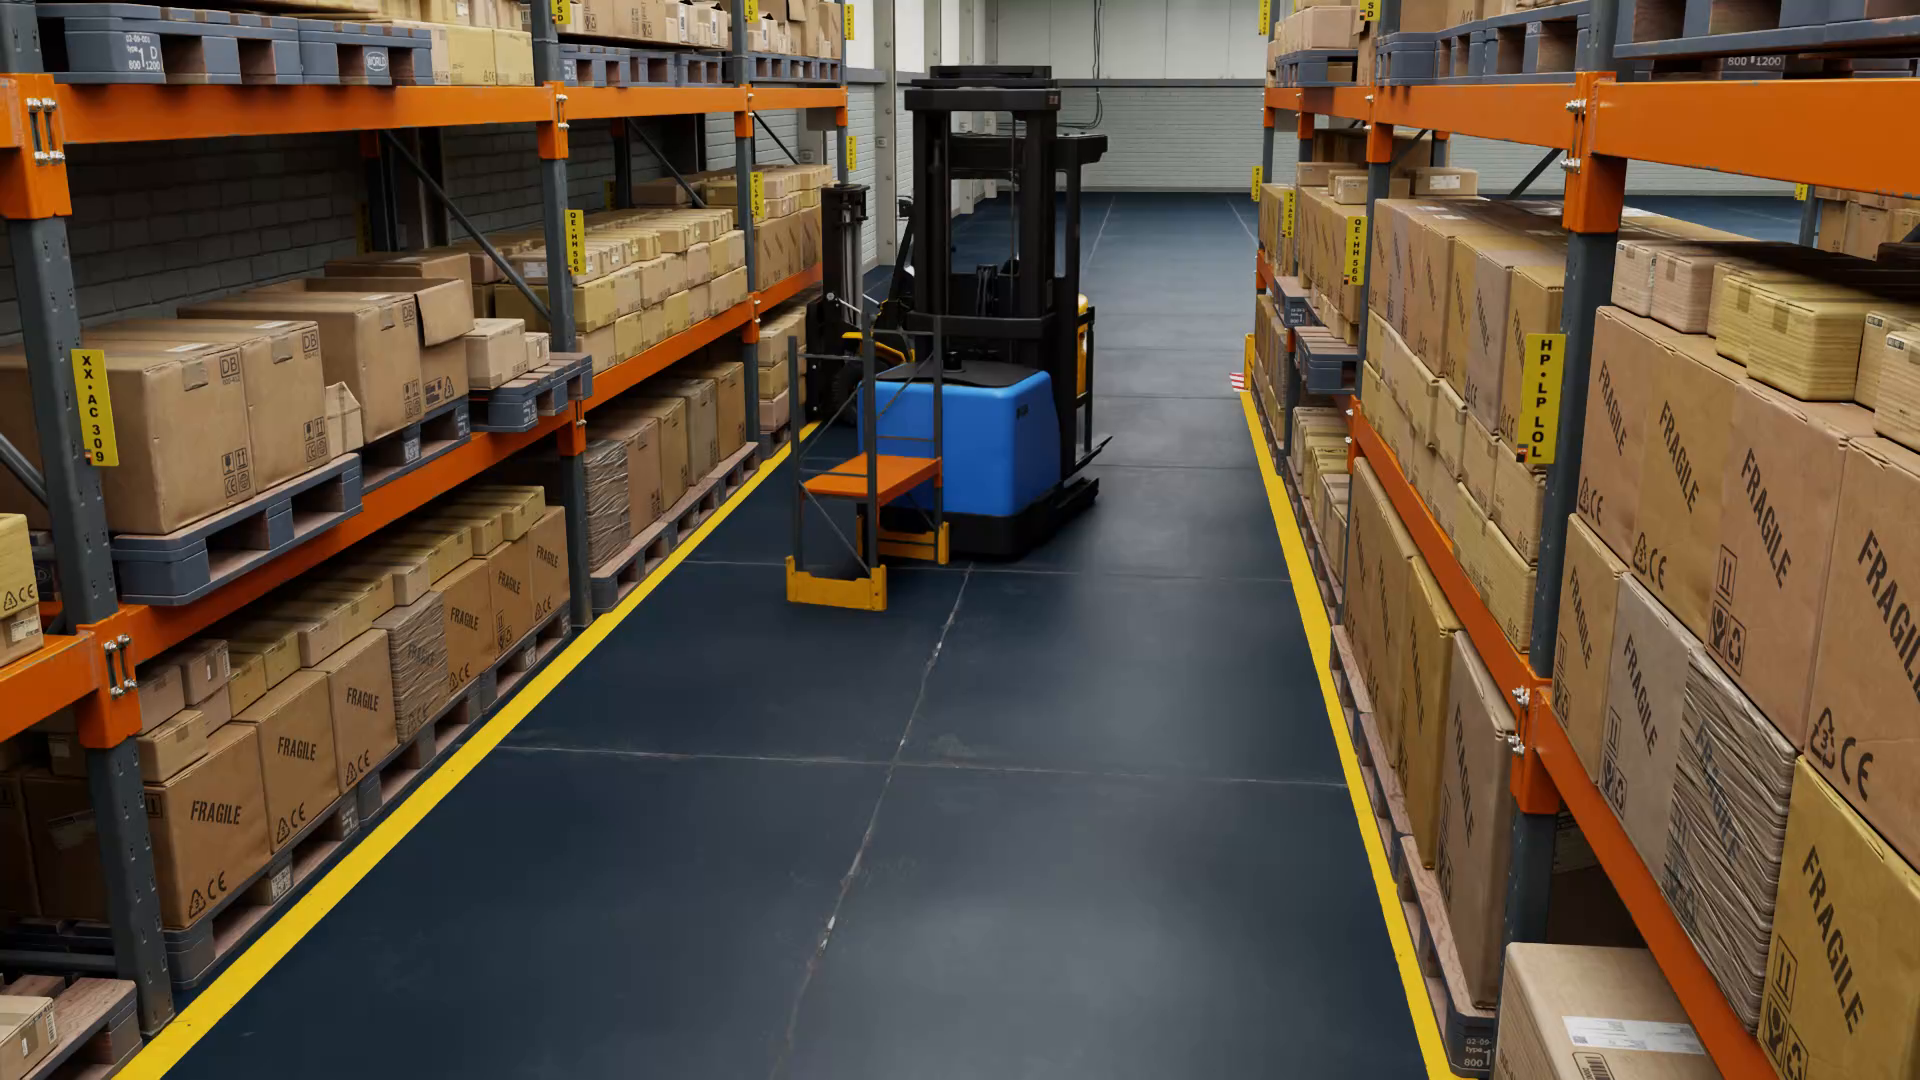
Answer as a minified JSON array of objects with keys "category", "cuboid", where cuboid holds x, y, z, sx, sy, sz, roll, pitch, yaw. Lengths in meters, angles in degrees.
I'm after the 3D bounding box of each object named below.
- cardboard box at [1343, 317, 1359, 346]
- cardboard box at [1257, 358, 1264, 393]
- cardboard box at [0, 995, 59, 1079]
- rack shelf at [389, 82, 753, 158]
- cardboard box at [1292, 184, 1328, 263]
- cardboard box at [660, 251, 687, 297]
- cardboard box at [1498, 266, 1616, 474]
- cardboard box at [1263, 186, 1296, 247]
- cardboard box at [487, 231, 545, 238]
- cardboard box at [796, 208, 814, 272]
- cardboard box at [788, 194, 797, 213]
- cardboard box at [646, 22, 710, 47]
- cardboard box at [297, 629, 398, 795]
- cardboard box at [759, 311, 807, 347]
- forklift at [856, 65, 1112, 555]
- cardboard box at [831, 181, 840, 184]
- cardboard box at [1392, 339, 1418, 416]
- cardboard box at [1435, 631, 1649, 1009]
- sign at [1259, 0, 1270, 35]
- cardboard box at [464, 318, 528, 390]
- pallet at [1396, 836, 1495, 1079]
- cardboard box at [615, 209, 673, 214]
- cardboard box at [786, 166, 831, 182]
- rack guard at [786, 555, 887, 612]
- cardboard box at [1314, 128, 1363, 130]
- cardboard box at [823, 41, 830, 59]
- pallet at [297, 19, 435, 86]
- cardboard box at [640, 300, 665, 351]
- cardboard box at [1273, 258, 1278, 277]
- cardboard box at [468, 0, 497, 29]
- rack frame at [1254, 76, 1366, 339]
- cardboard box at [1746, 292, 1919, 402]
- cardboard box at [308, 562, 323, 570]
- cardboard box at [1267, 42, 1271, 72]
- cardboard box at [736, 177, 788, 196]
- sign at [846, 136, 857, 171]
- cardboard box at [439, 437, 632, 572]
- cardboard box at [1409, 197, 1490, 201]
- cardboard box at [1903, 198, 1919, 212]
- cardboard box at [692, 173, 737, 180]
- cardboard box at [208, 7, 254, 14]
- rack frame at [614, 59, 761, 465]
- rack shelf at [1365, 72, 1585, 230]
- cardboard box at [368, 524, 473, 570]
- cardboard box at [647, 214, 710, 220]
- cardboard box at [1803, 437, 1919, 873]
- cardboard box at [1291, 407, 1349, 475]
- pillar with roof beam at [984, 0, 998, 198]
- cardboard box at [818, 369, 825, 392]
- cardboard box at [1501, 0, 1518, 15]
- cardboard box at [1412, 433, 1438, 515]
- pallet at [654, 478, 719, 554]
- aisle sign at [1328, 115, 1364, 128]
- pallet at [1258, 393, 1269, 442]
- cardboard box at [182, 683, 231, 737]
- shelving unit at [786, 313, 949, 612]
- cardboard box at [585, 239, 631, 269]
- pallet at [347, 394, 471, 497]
[{"category":"cardboard box","cuboid":[2.204,-1.099,8.657,0.380,0.149,0.250,2,15,7]},{"category":"cardboard box","cuboid":[2.914,-1.471,14.819,0.500,0.250,0.500,2,15,8]},{"category":"cardboard box","cuboid":[-2.712,1.365,4.525,0.380,0.149,0.250,1,15,5]},{"category":"rack shelf","cuboid":[-2.264,-2.619,10.231,1.077,0.370,4.000,2,15,6]},{"category":"cardboard box","cuboid":[2.556,-2.173,11.385,0.500,0.500,0.500,2,15,8]},{"category":"cardboard box","cuboid":[-2.030,-1.674,10.437,0.500,0.250,0.500,2,15,7]},{"category":"cardboard box","cuboid":[1.792,-0.471,4.549,0.500,0.500,0.500,2,15,8]},{"category":"cardboard box","cuboid":[2.961,-2.872,14.774,0.500,0.500,0.500,2,15,8]},{"category":"cardboard box","cuboid":[-2.636,-1.786,10.086,0.380,0.149,0.250,1,15,5]},{"category":"cardboard box","cuboid":[-1.553,-2.589,14.299,0.500,0.500,0.500,2,15,7]},{"category":"cardboard box","cuboid":[-1.568,-2.804,13.851,0.380,0.149,0.250,1,15,4]},{"category":"cardboard box","cuboid":[-1.861,-3.320,10.933,0.380,0.149,0.250,2,15,6]},{"category":"cardboard box","cuboid":[-2.552,0.656,6.475,0.500,0.500,0.500,1,15,5]},{"category":"cardboard box","cuboid":[-1.560,-1.773,14.019,0.500,0.250,0.500,2,15,8]},{"category":"forklift","cuboid":[0.334,-1.666,11.207,1.130,2.935,3.031,5,16,19]},{"category":"cardboard box","cuboid":[-1.348,-3.337,15.823,0.380,0.149,0.250,2,15,7]},{"category":"cardboard box","cuboid":[2.012,-0.636,6.596,0.500,0.250,0.500,2,15,6]},{"category":"cardboard box","cuboid":[1.982,0.843,5.063,0.875,0.875,0.875,2,15,8]},{"category":"sign","cuboid":[2.806,-4.815,15.300,0.100,0.325,0.005,2,15,6]},{"category":"cardboard box","cuboid":[-2.287,-0.846,7.528,0.500,0.250,0.500,1,15,4]},{"category":"pallet","cuboid":[2.003,1.327,5.349,1.003,0.211,1.213,2,15,6]},{"category":"cardboard box","cuboid":[-2.291,-2.313,12.036,0.380,0.149,0.250,1,15,5]},{"category":"cardboard box","cuboid":[-1.415,-3.415,15.541,0.380,0.149,0.250,2,15,6]},{"category":"rack guard","cuboid":[-0.692,0.242,9.287,0.587,0.250,0.087,5,16,19]},{"category":"cardboard box","cuboid":[3.504,-3.464,15.051,0.700,0.500,0.500,1,15,5]},{"category":"cardboard box","cuboid":[-1.379,-4.428,15.030,0.380,0.149,0.250,1,15,5]},{"category":"pallet","cuboid":[-2.684,-1.755,6.020,1.213,0.211,1.003,2,15,6]},{"category":"cardboard box","cuboid":[-2.084,-1.299,10.006,0.500,0.250,0.500,1,15,4]},{"category":"cardboard box","cuboid":[2.790,-2.259,13.752,0.380,0.149,0.250,2,15,7]},{"category":"cardboard box","cuboid":[-2.339,-2.402,7.574,0.380,0.149,0.250,1,15,5]},{"category":"rack frame","cuboid":[3.345,-2.929,15.747,1.000,3.000,0.127,2,15,6]},{"category":"cardboard box","cuboid":[1.550,-0.321,2.753,0.380,0.149,0.250,1,15,5]},{"category":"cardboard box","cuboid":[-2.951,0.155,7.085,0.380,0.149,0.250,2,15,7]},{"category":"cardboard box","cuboid":[3.024,-4.325,14.883,0.500,0.250,0.500,1,15,5]},{"category":"cardboard box","cuboid":[-1.615,-2.884,13.578,0.380,0.149,0.250,1,15,5]},{"category":"sign","cuboid":[-1.050,-3.728,16.030,0.100,0.325,0.005,2,15,6]},{"category":"cardboard box","cuboid":[-2.406,-0.217,9.463,0.875,0.625,0.625,2,15,8]},{"category":"cardboard box","cuboid":[2.892,-1.761,9.863,0.500,0.500,0.500,1,15,4]},{"category":"cardboard box","cuboid":[8.095,-2.880,13.210,0.875,0.550,0.500,2,15,6]},{"category":"cardboard box","cuboid":[-2.067,-3.029,14.114,0.380,0.149,0.250,2,15,8]},{"category":"cardboard box","cuboid":[-2.855,-2.023,6.134,0.380,0.149,0.250,2,15,7]},{"category":"rack frame","cuboid":[-2.039,-2.037,12.447,1.000,3.000,0.127,2,15,6]},{"category":"rack shelf","cuboid":[2.217,-1.436,5.858,1.077,0.370,4.000,2,15,6]},{"category":"cardboard box","cuboid":[-2.442,0.033,7.535,0.380,0.149,0.250,2,15,8]},{"category":"cardboard box","cuboid":[-1.948,-2.173,11.519,0.380,0.149,0.250,2,15,6]},{"category":"cardboard box","cuboid":[1.505,0.163,2.206,0.500,0.500,0.500,2,15,6]},{"category":"cardboard box","cuboid":[2.837,-0.689,11.695,0.950,0.372,0.625,2,15,7]},{"category":"pillar with roof beam","cuboid":[5.101,-13.470,43.237,9.100,9.000,0.400,2,15,6]},{"category":"cardboard box","cuboid":[-1.494,-1.425,14.648,0.500,0.250,0.500,2,15,8]},{"category":"cardboard box","cuboid":[2.055,-1.849,5.651,0.380,0.166,0.250,3,15,11]},{"category":"cardboard box","cuboid":[1.980,-0.264,6.180,0.500,0.250,0.500,2,15,6]},{"category":"pallet","cuboid":[-2.218,-0.181,10.927,1.003,0.211,1.213,2,15,6]},{"category":"aisle sign","cuboid":[3.640,-4.191,15.435,0.394,0.787,0.004,2,15,6]},{"category":"pallet","cuboid":[3.070,-1.038,14.096,1.003,0.211,1.213,2,15,6]},{"category":"cardboard box","cuboid":[-2.682,0.570,5.550,0.380,0.149,0.250,1,15,5]},{"category":"shelving unit","cuboid":[-0.523,-0.483,9.576,0.587,1.500,1.083,5,16,19]},{"category":"cardboard box","cuboid":[-2.112,-1.639,9.544,0.380,0.149,0.250,2,15,7]},{"category":"pallet","cuboid":[-2.705,-0.402,6.770,1.003,0.211,1.213,2,15,6]}]
